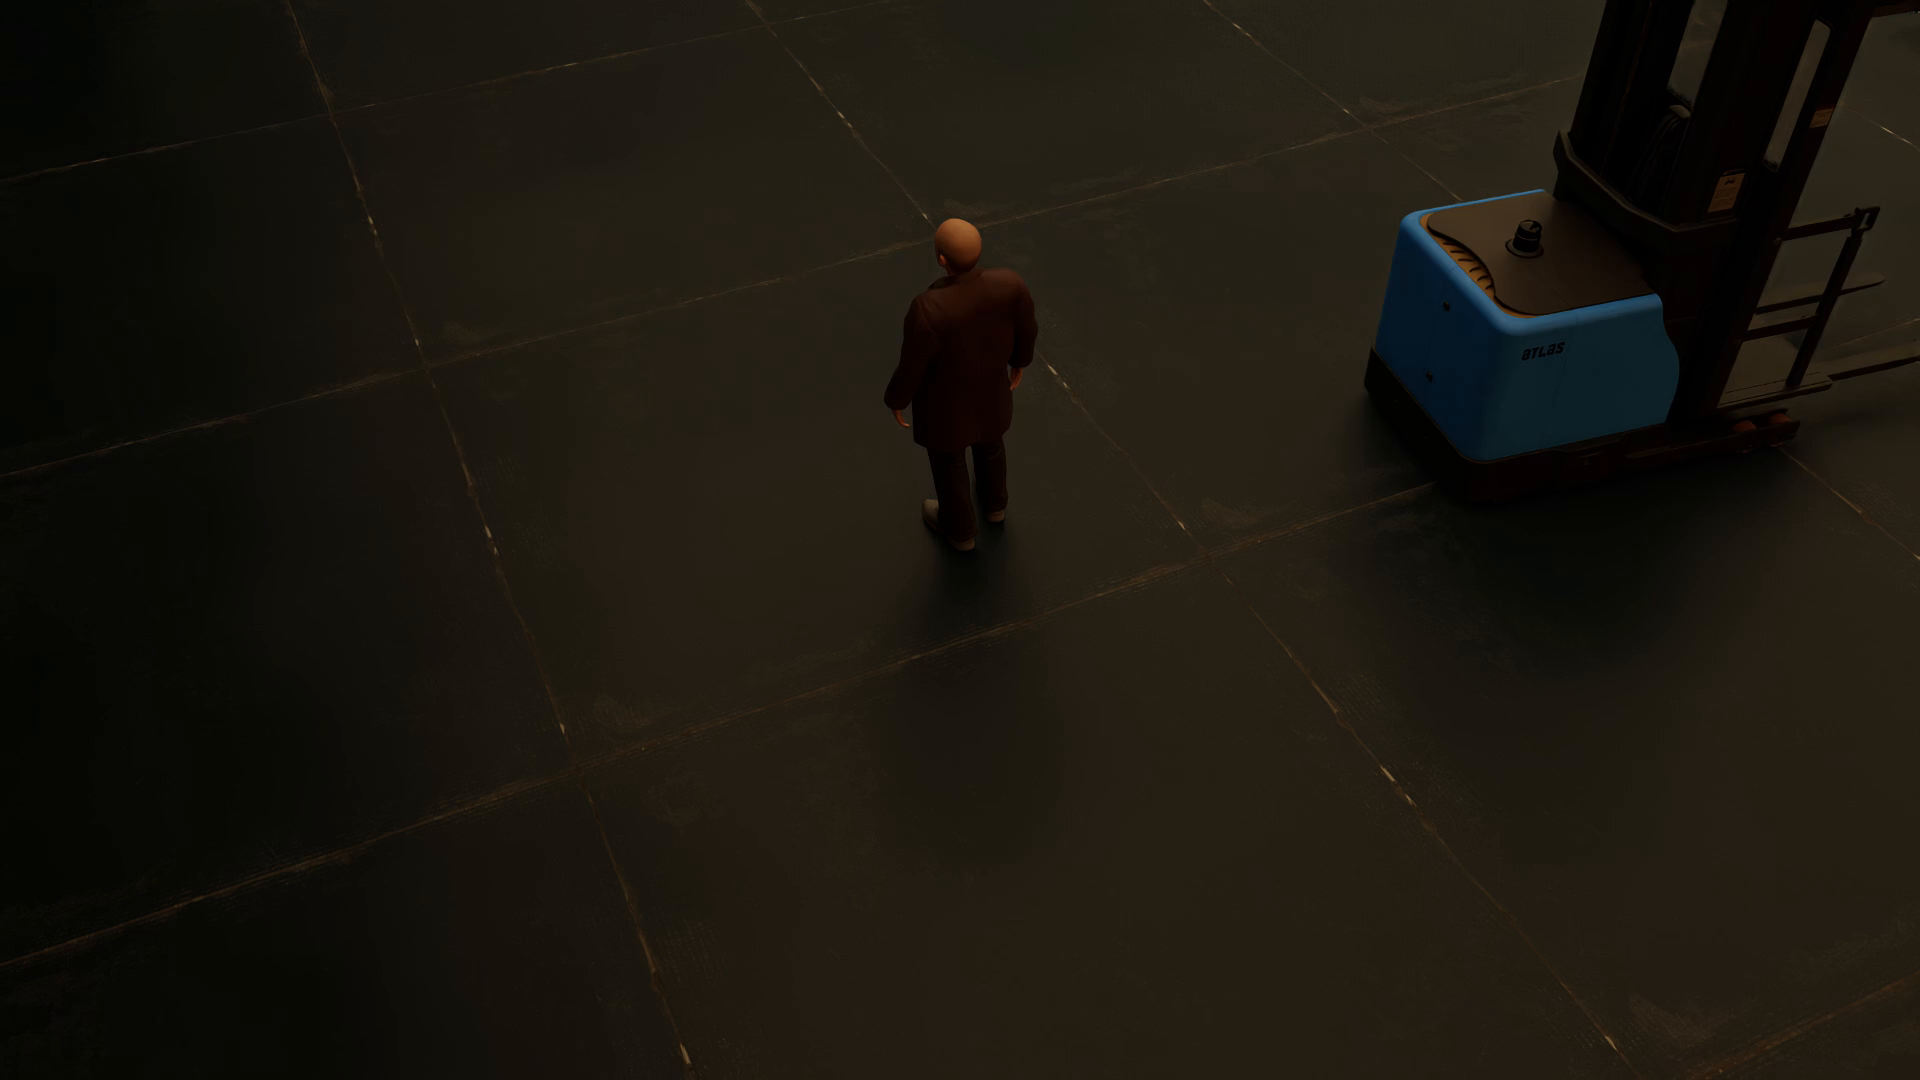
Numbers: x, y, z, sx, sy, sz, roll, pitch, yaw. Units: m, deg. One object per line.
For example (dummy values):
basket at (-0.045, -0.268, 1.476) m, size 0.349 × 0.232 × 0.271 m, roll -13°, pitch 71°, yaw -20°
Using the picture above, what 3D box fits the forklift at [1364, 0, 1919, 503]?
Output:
forklift at (3.661, -1.833, 7.645) m, size 3.031 × 2.935 × 1.130 m, roll -12°, pitch 44°, yaw -13°

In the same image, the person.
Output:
person at (-0.029, -0.714, 7.280) m, size 0.684 × 1.775 × 0.582 m, roll -18°, pitch 46°, yaw -18°
